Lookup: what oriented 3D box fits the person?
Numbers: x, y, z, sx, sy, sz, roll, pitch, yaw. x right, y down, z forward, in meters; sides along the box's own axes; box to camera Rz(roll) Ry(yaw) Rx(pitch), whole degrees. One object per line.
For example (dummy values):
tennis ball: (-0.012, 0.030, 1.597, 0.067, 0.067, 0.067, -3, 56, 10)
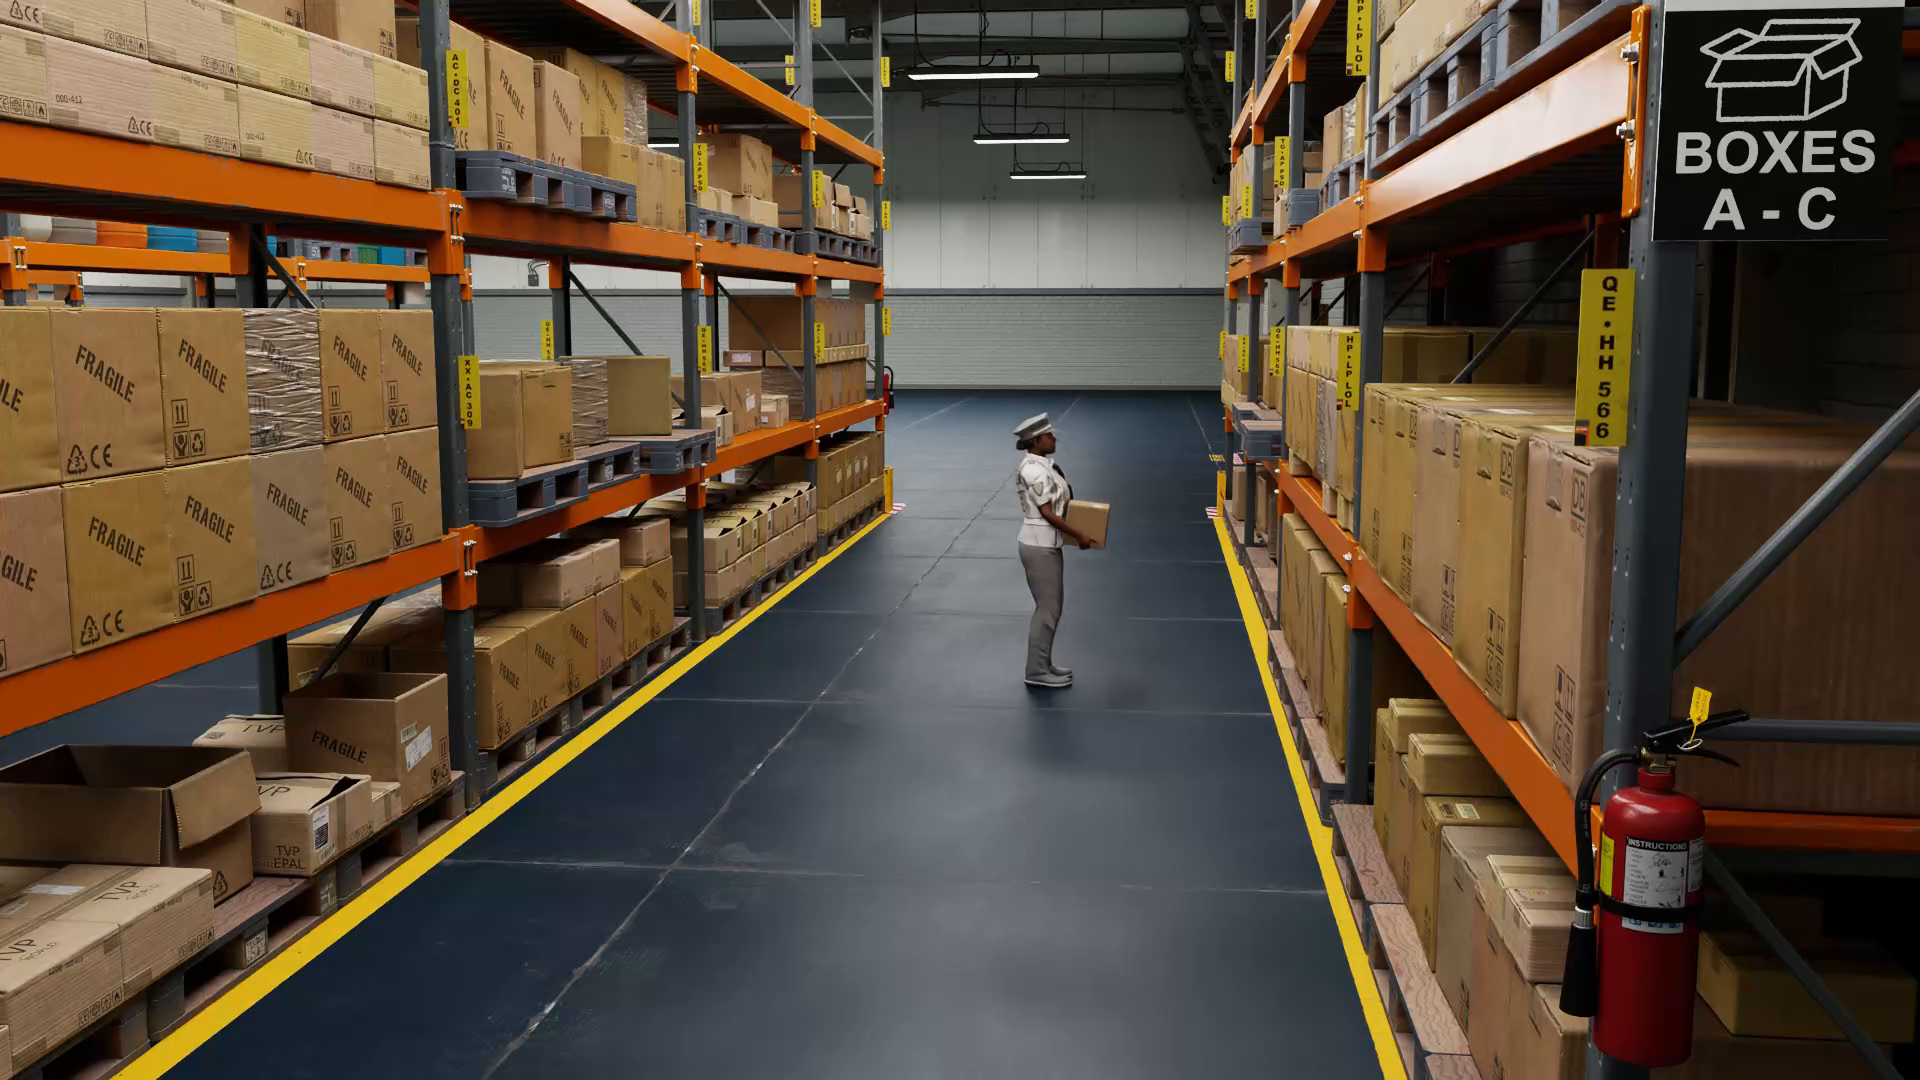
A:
person: (0.594, 0.052, 10.312, 0.540, 1.688, 0.450, 1, 8, 7)
